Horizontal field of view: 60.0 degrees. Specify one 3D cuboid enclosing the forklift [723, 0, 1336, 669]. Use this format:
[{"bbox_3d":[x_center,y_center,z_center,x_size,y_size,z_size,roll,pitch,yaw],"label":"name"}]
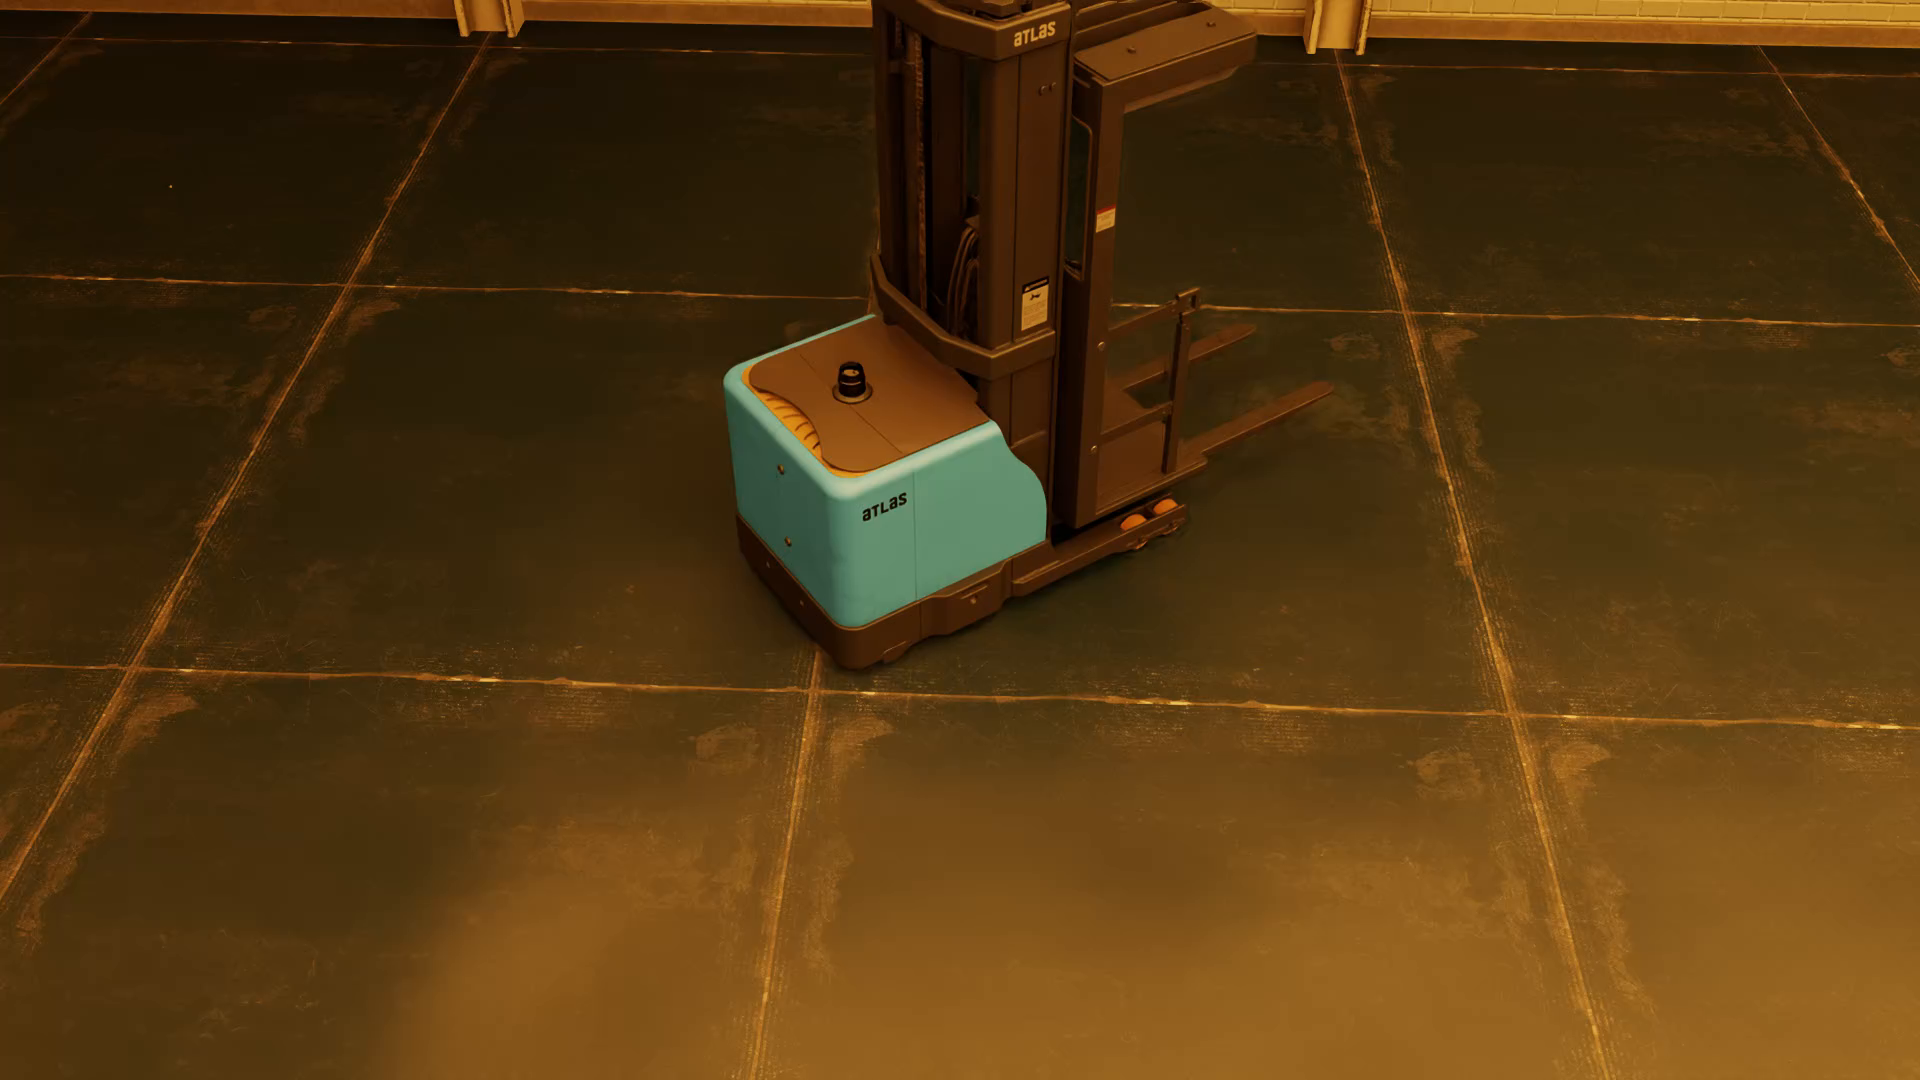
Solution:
[{"bbox_3d":[0.471,-1.310,7.177,3.031,2.935,1.130,-25,48,-25],"label":"forklift"}]
